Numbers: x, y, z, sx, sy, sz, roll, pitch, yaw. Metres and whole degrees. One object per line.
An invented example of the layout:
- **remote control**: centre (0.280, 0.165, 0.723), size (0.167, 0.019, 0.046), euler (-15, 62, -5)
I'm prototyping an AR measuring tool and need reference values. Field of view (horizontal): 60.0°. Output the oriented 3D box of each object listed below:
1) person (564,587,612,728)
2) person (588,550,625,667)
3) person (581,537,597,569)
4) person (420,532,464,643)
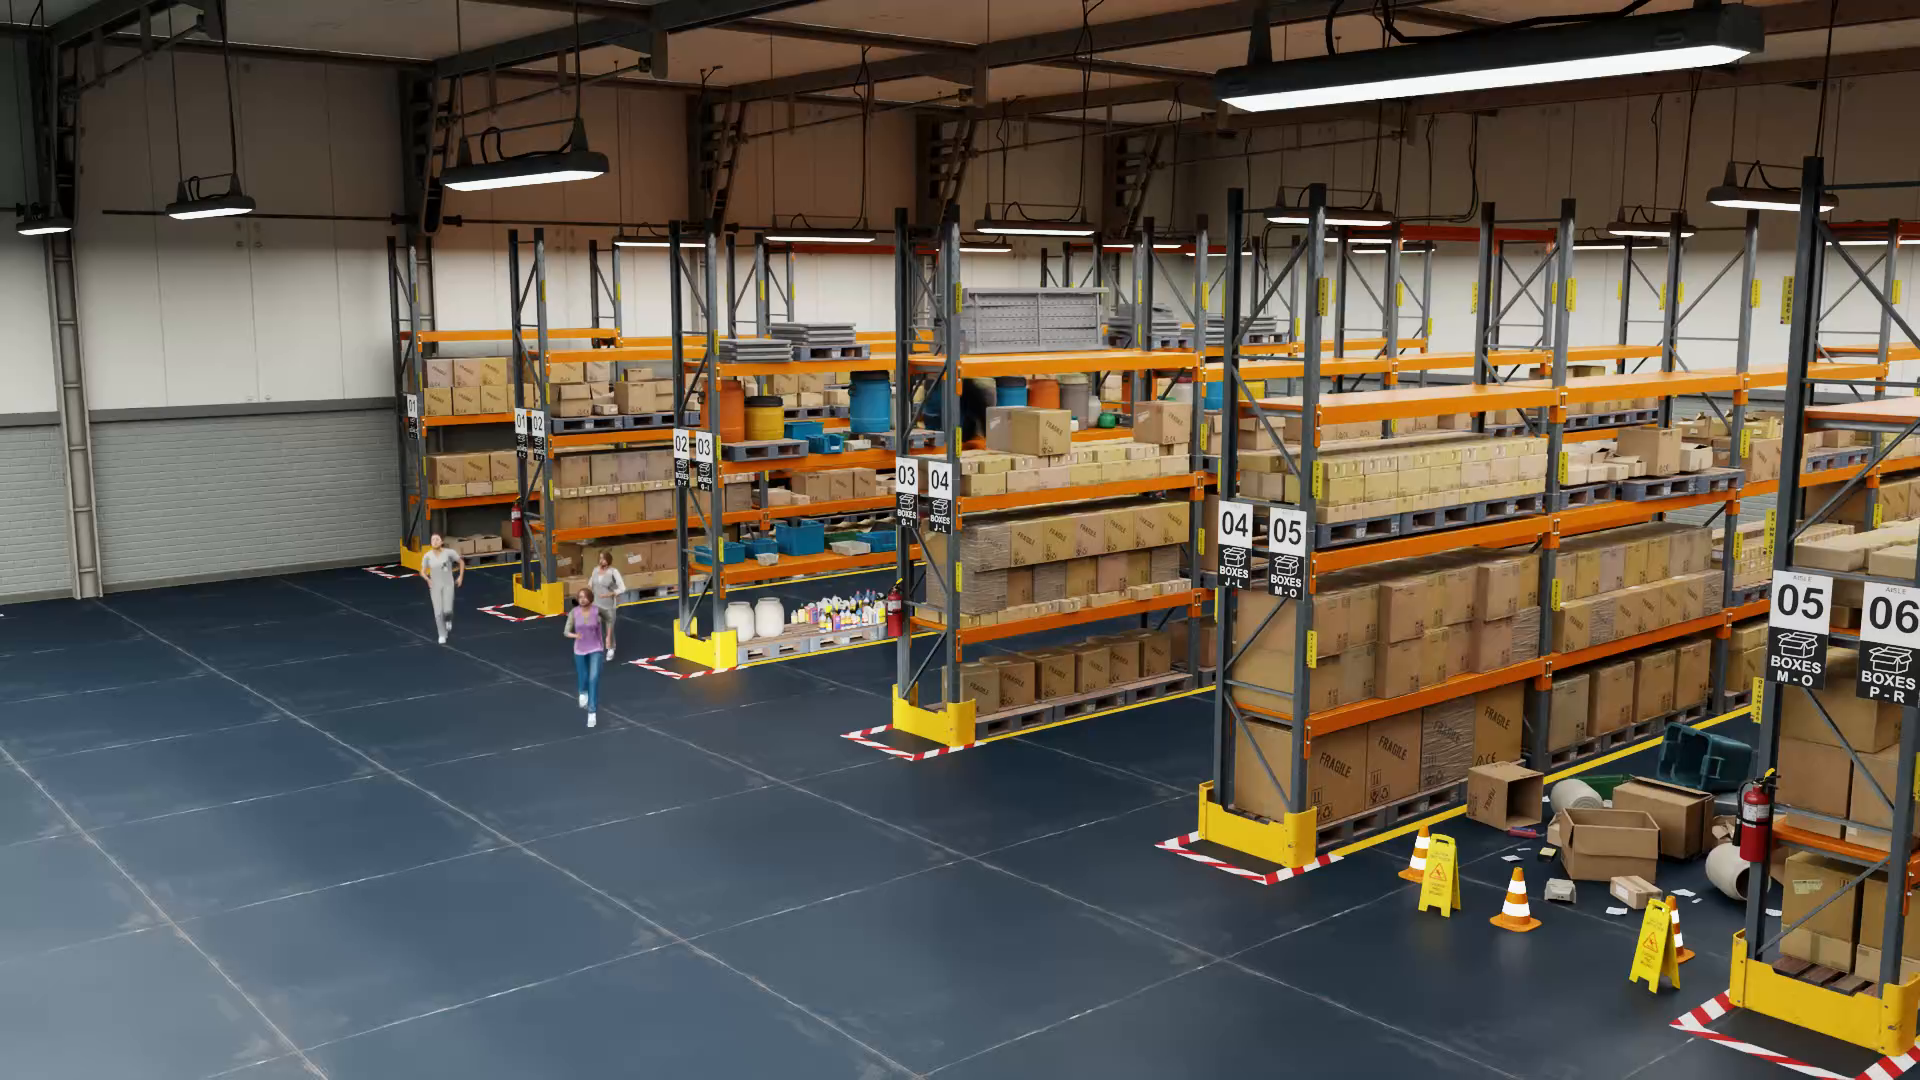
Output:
- **person**: centre (-4.417, 1.347, 19.801), size (0.548, 1.616, 0.857), euler (-1, 9, -6)
- **person**: centre (-4.800, 0.937, 22.497), size (0.574, 1.605, 0.807), euler (0, 9, 2)
- **person**: centre (-6.301, -0.147, 28.719), size (0.979, 1.763, 0.686), euler (-8, 12, -42)
- **person**: centre (-7.475, 0.691, 24.016), size (0.590, 1.629, 0.621), euler (-1, 9, -9)
